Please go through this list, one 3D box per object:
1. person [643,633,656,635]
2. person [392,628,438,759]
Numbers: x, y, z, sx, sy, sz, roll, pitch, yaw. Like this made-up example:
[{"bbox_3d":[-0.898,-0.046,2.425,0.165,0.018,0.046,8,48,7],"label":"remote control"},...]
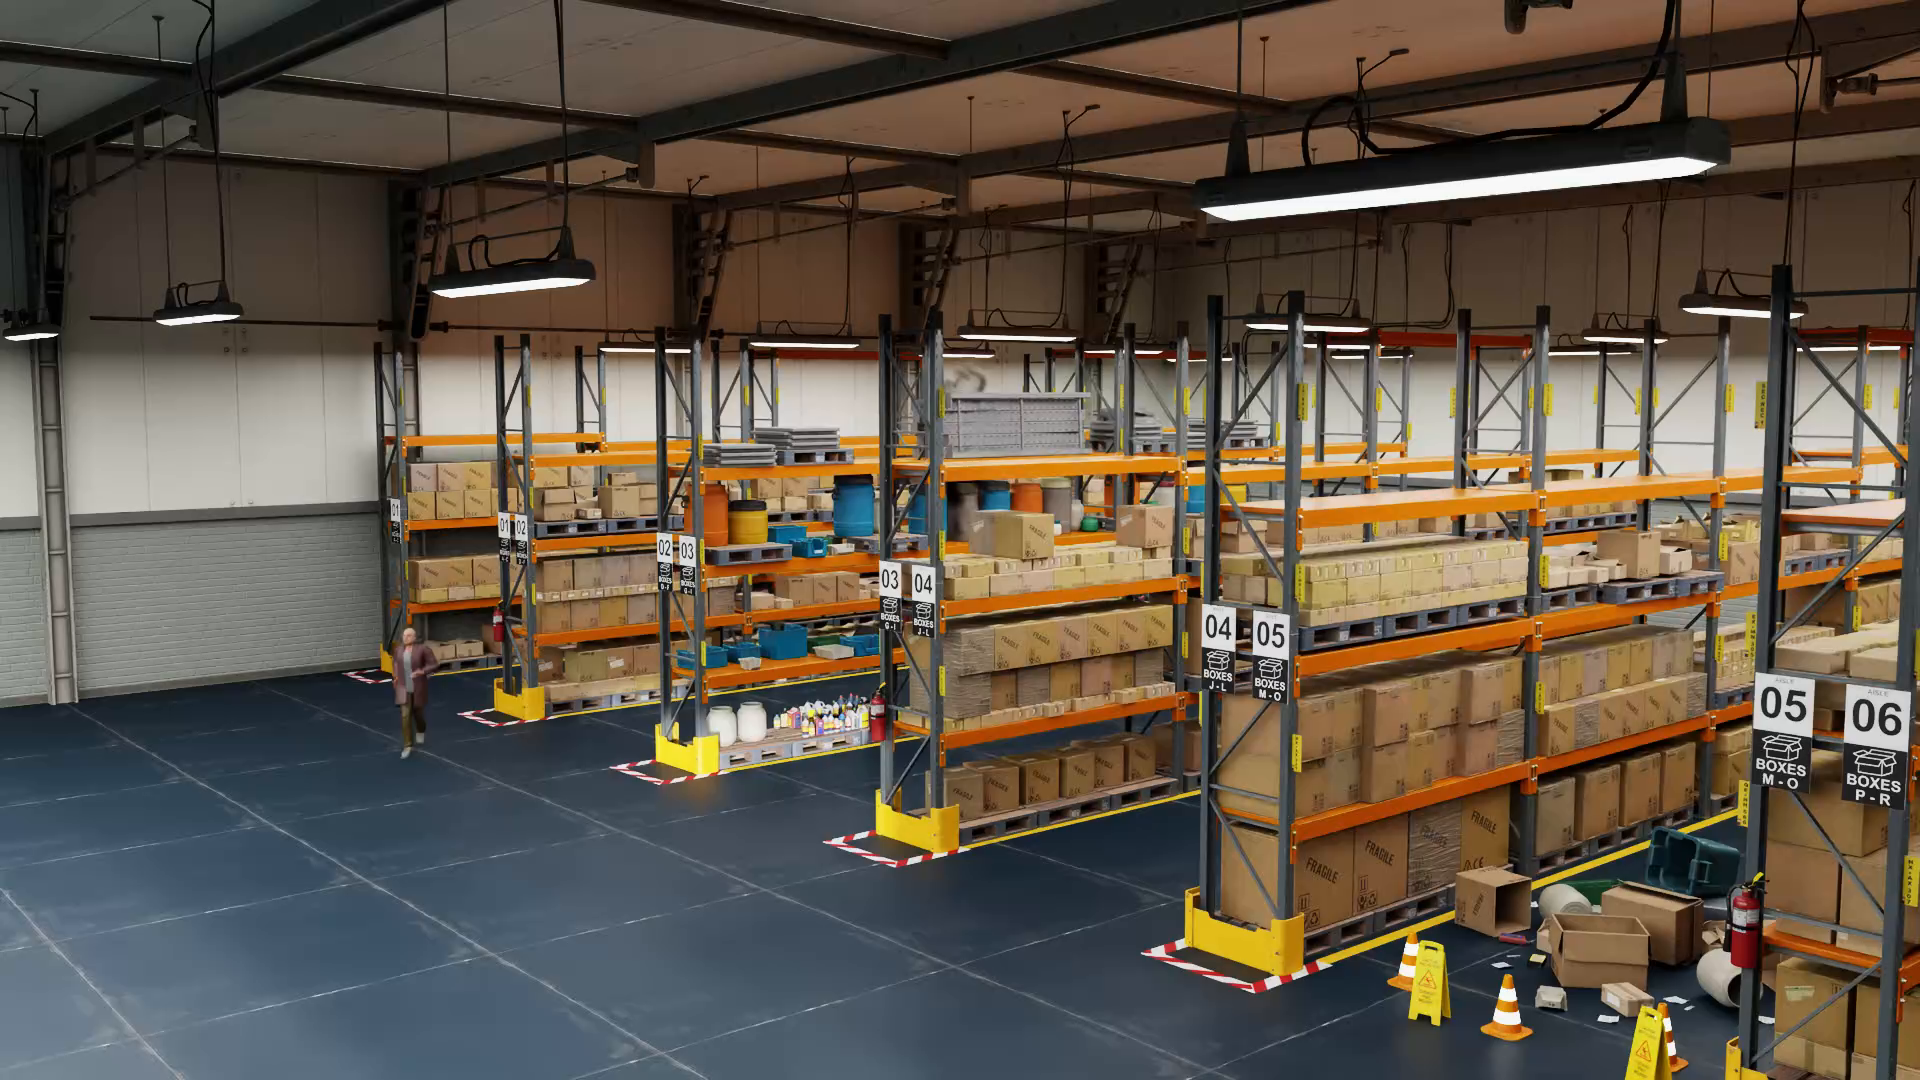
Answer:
[{"bbox_3d":[-5.584,1.578,29.815,0.672,1.753,0.697,-5,7,-42],"label":"person"},{"bbox_3d":[-7.747,2.133,23.606,0.693,1.792,0.973,0,5,-3],"label":"person"}]
